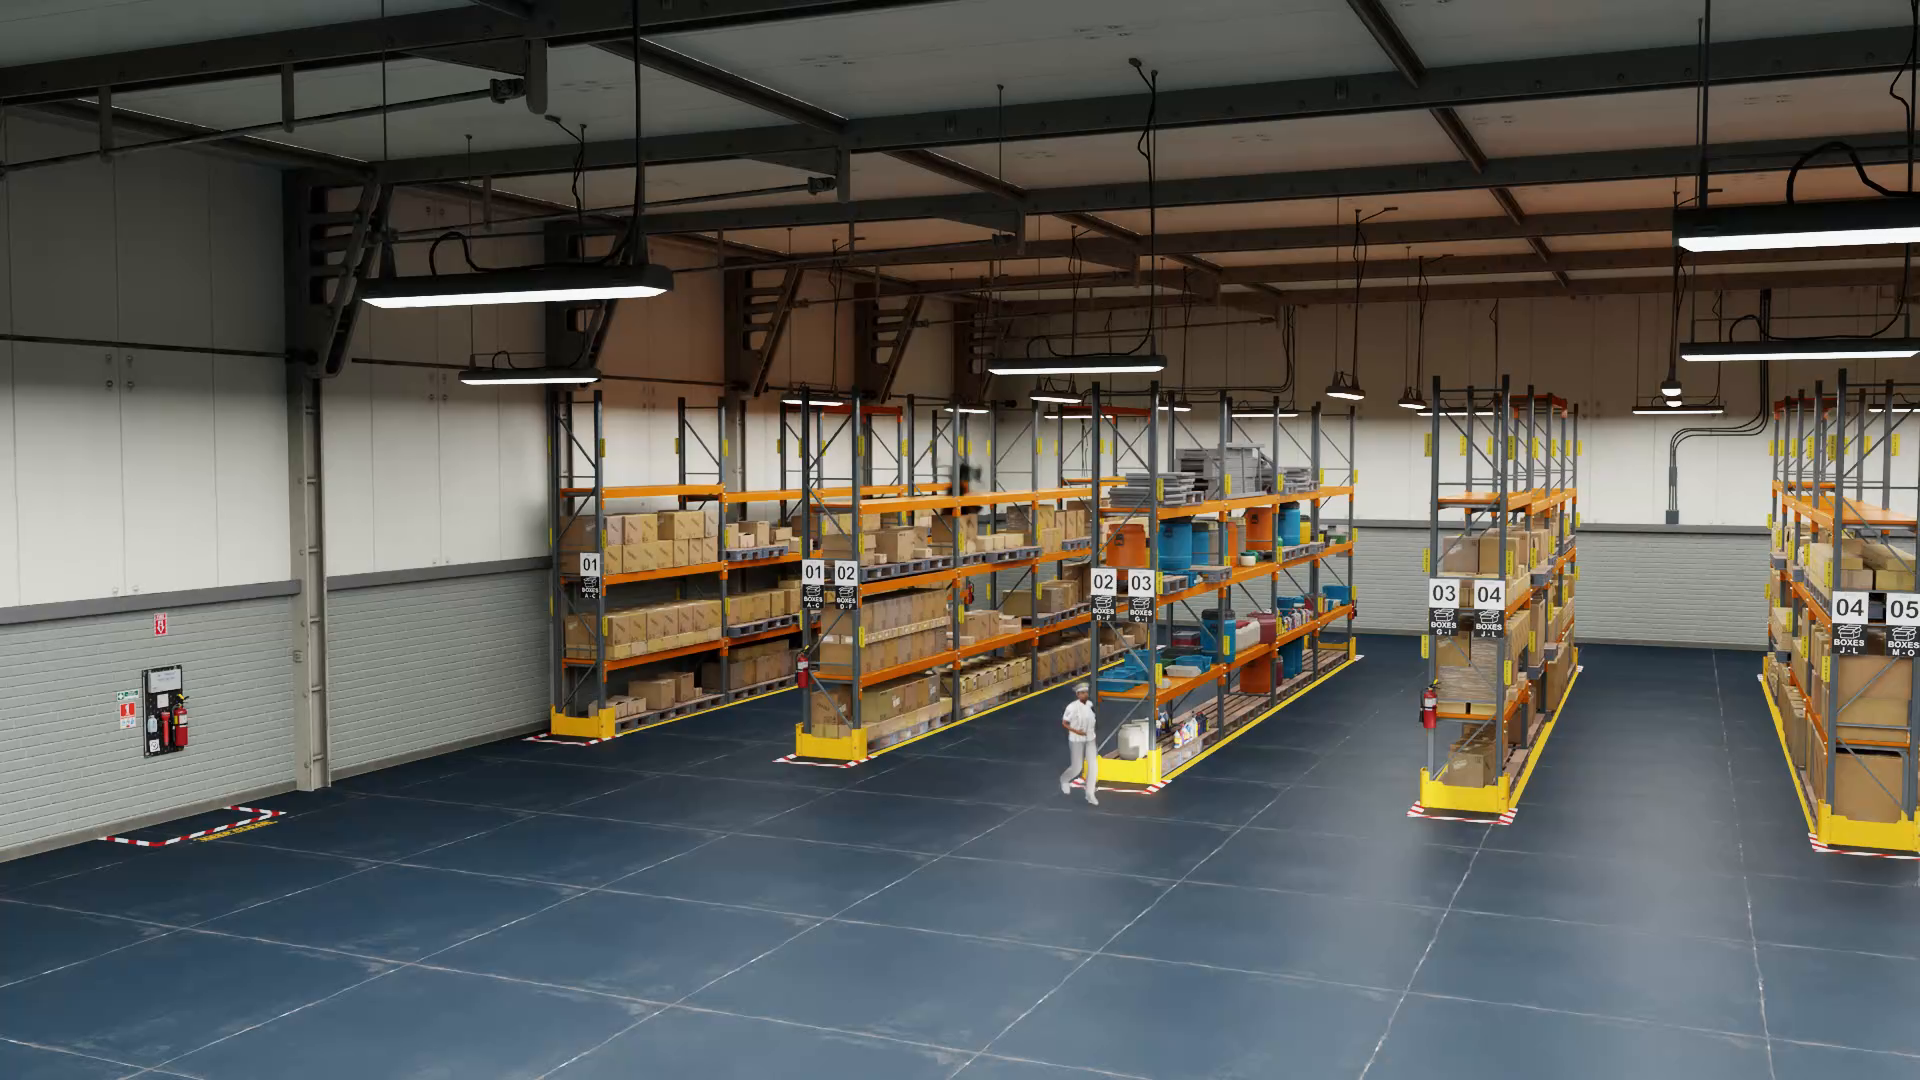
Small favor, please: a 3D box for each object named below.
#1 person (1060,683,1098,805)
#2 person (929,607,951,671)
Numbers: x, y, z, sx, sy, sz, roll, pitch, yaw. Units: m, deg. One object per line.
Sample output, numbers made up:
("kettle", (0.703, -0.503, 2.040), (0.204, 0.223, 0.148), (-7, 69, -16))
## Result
("person", (1.704, 2.858, 23.588), (0.599, 1.707, 0.785), (-2, 4, -30))
("person", (-0.612, 2.029, 37.431), (0.721, 1.792, 0.903), (1, 3, 15))
